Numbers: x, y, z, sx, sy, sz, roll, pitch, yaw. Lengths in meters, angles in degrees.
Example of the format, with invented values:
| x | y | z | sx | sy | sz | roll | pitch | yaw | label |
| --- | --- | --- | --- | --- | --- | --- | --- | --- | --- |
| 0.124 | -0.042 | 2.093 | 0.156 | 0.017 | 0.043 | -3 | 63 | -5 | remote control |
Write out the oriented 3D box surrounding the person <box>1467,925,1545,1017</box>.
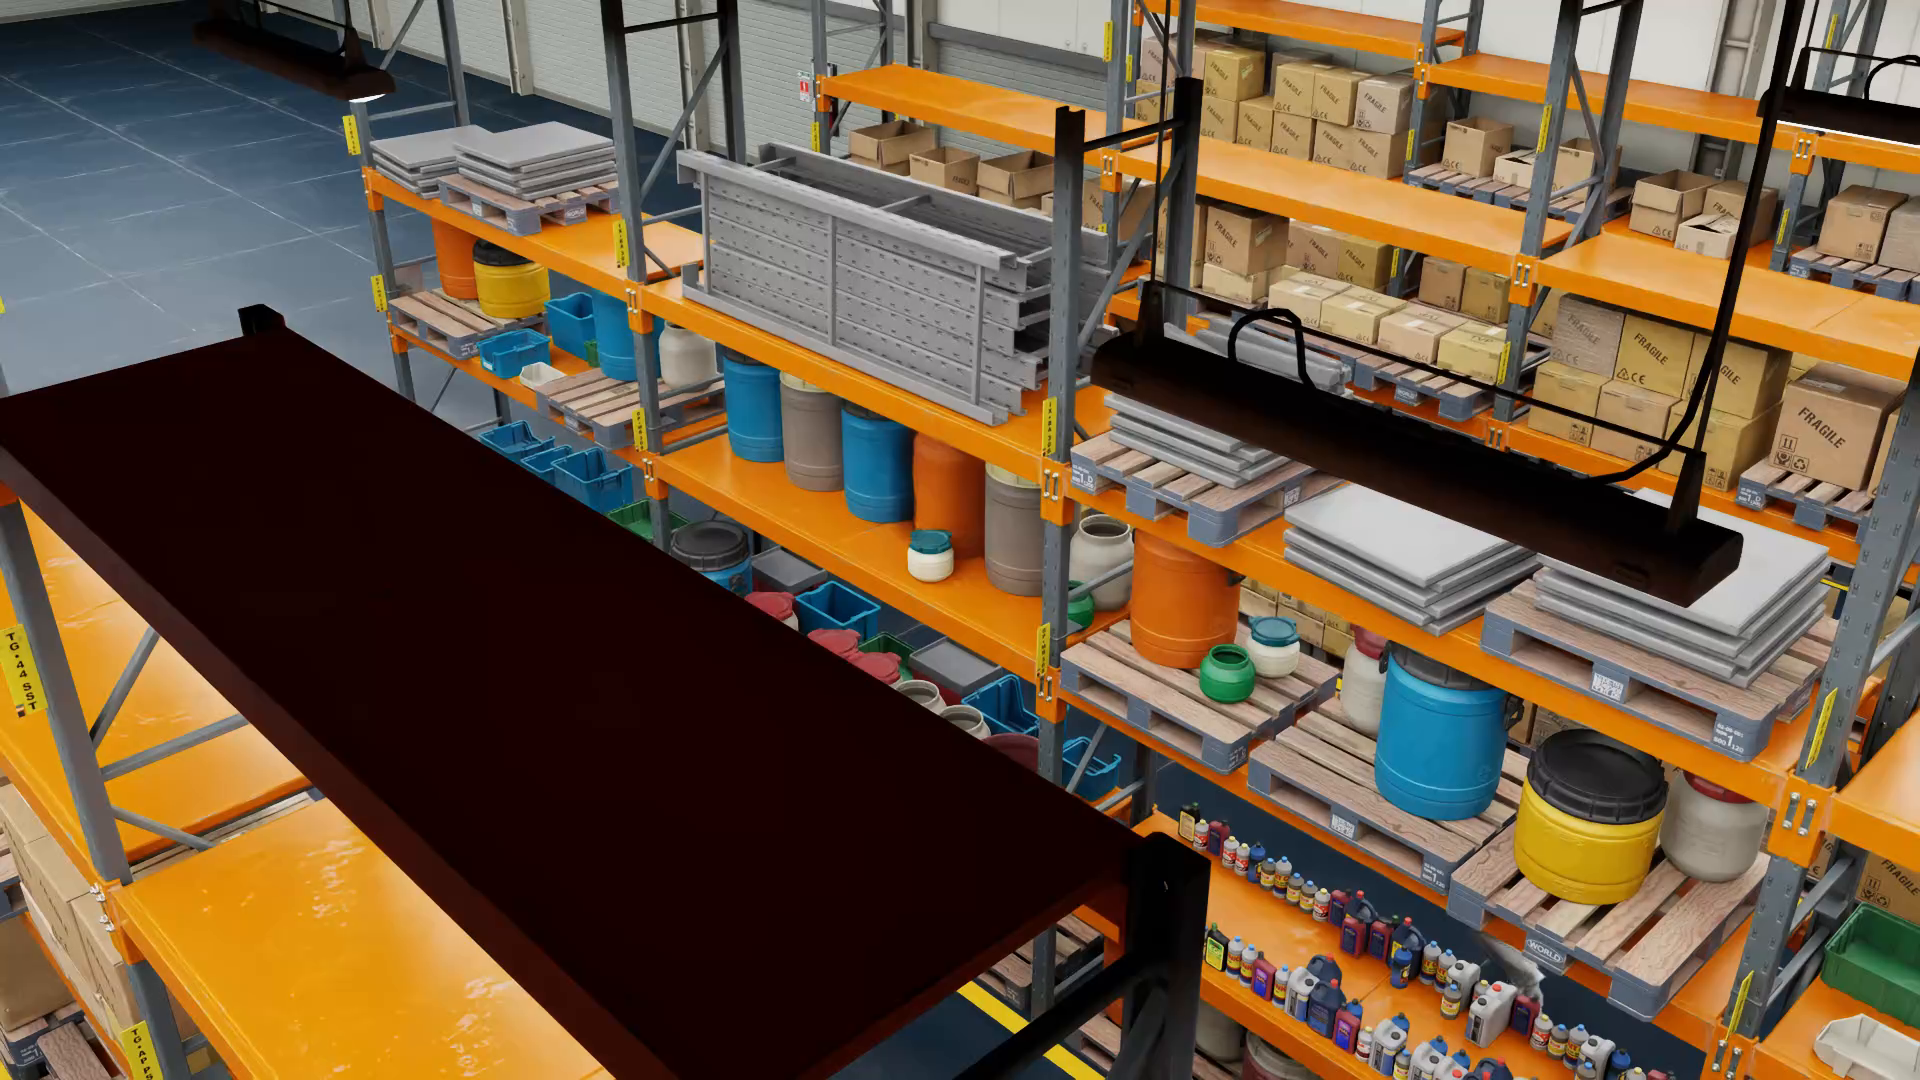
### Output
| x | y | z | sx | sy | sz | roll | pitch | yaw | label |
| --- | --- | --- | --- | --- | --- | --- | --- | --- | --- |
| 3.649 | 2.303 | 10.799 | 0.720 | 1.688 | 0.665 | -17 | 33 | -29 | person |
